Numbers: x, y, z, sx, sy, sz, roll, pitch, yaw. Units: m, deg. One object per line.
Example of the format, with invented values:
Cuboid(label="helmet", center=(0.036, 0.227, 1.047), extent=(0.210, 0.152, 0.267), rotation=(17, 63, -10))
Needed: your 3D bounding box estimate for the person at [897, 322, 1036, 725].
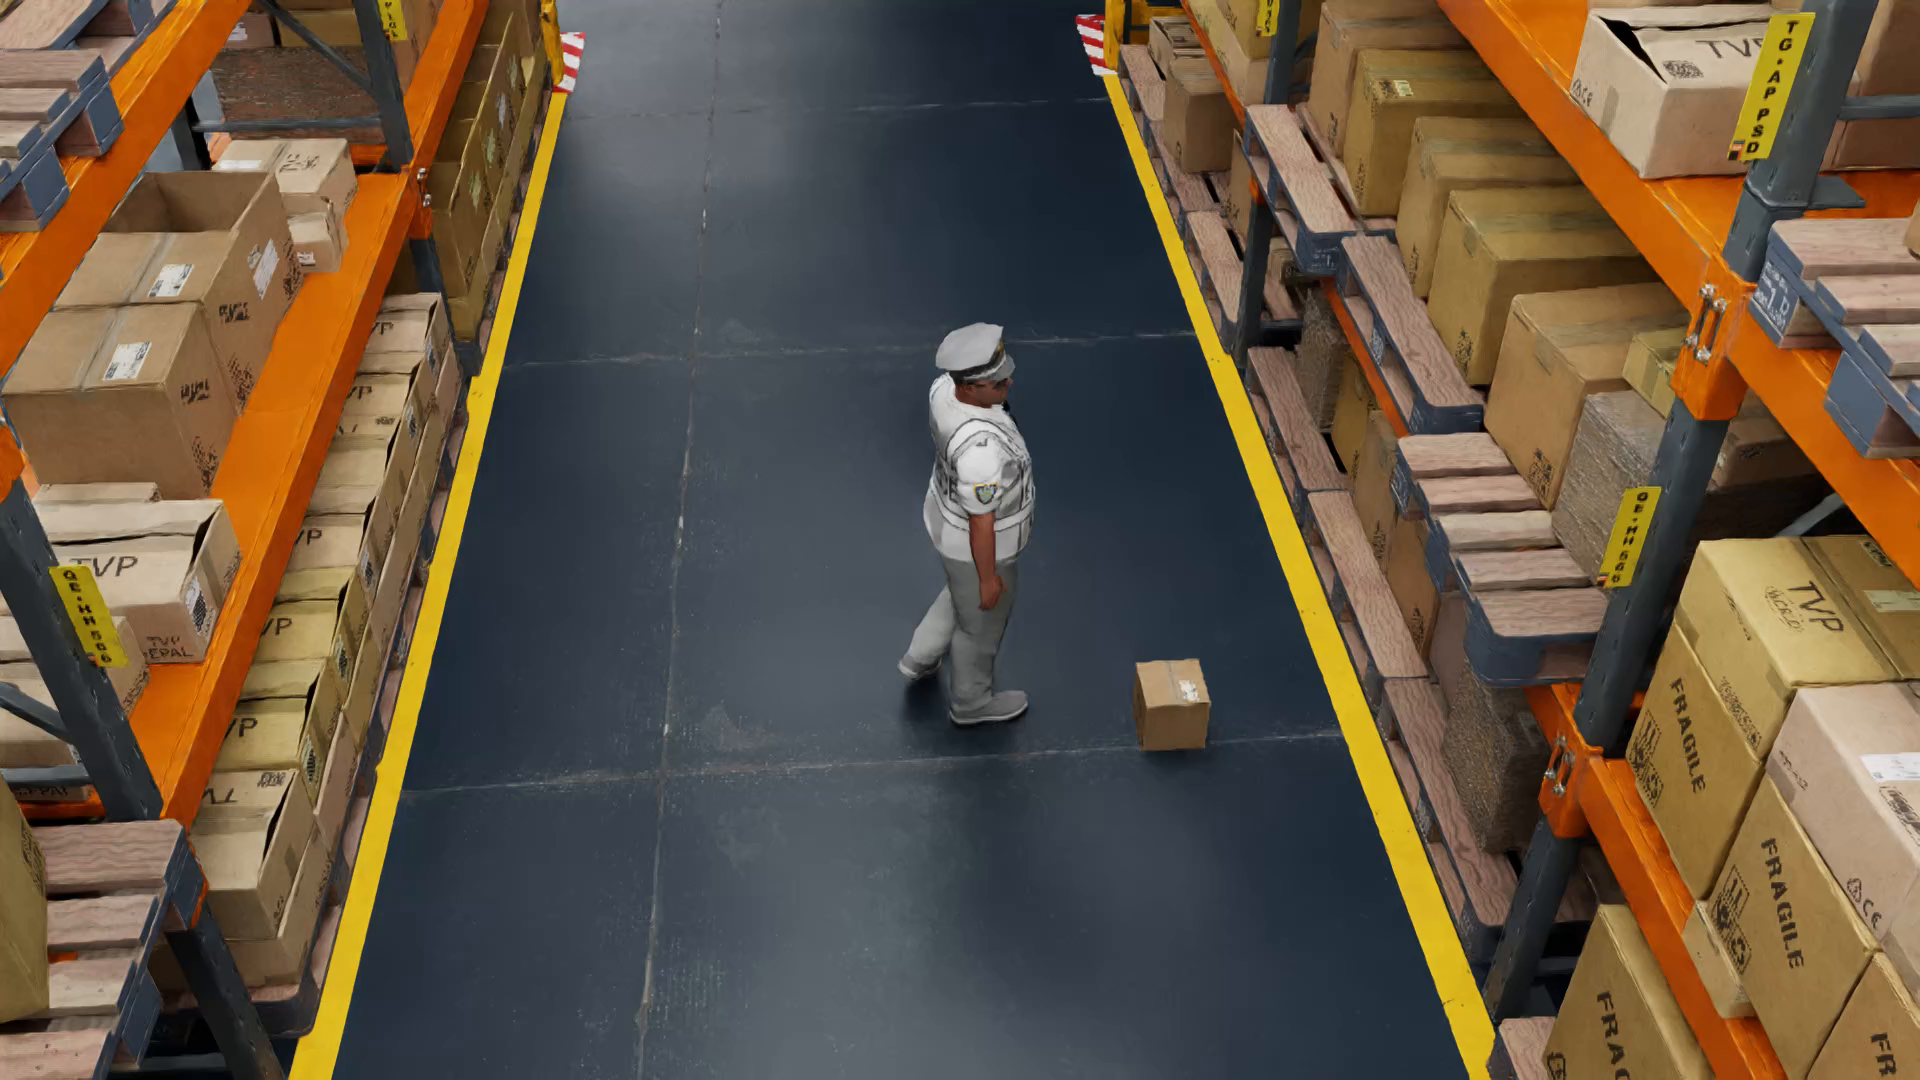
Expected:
Cuboid(label="person", center=(0.017, -0.028, 6.148), extent=(0.511, 1.768, 0.558), rotation=(-9, 40, -11))
